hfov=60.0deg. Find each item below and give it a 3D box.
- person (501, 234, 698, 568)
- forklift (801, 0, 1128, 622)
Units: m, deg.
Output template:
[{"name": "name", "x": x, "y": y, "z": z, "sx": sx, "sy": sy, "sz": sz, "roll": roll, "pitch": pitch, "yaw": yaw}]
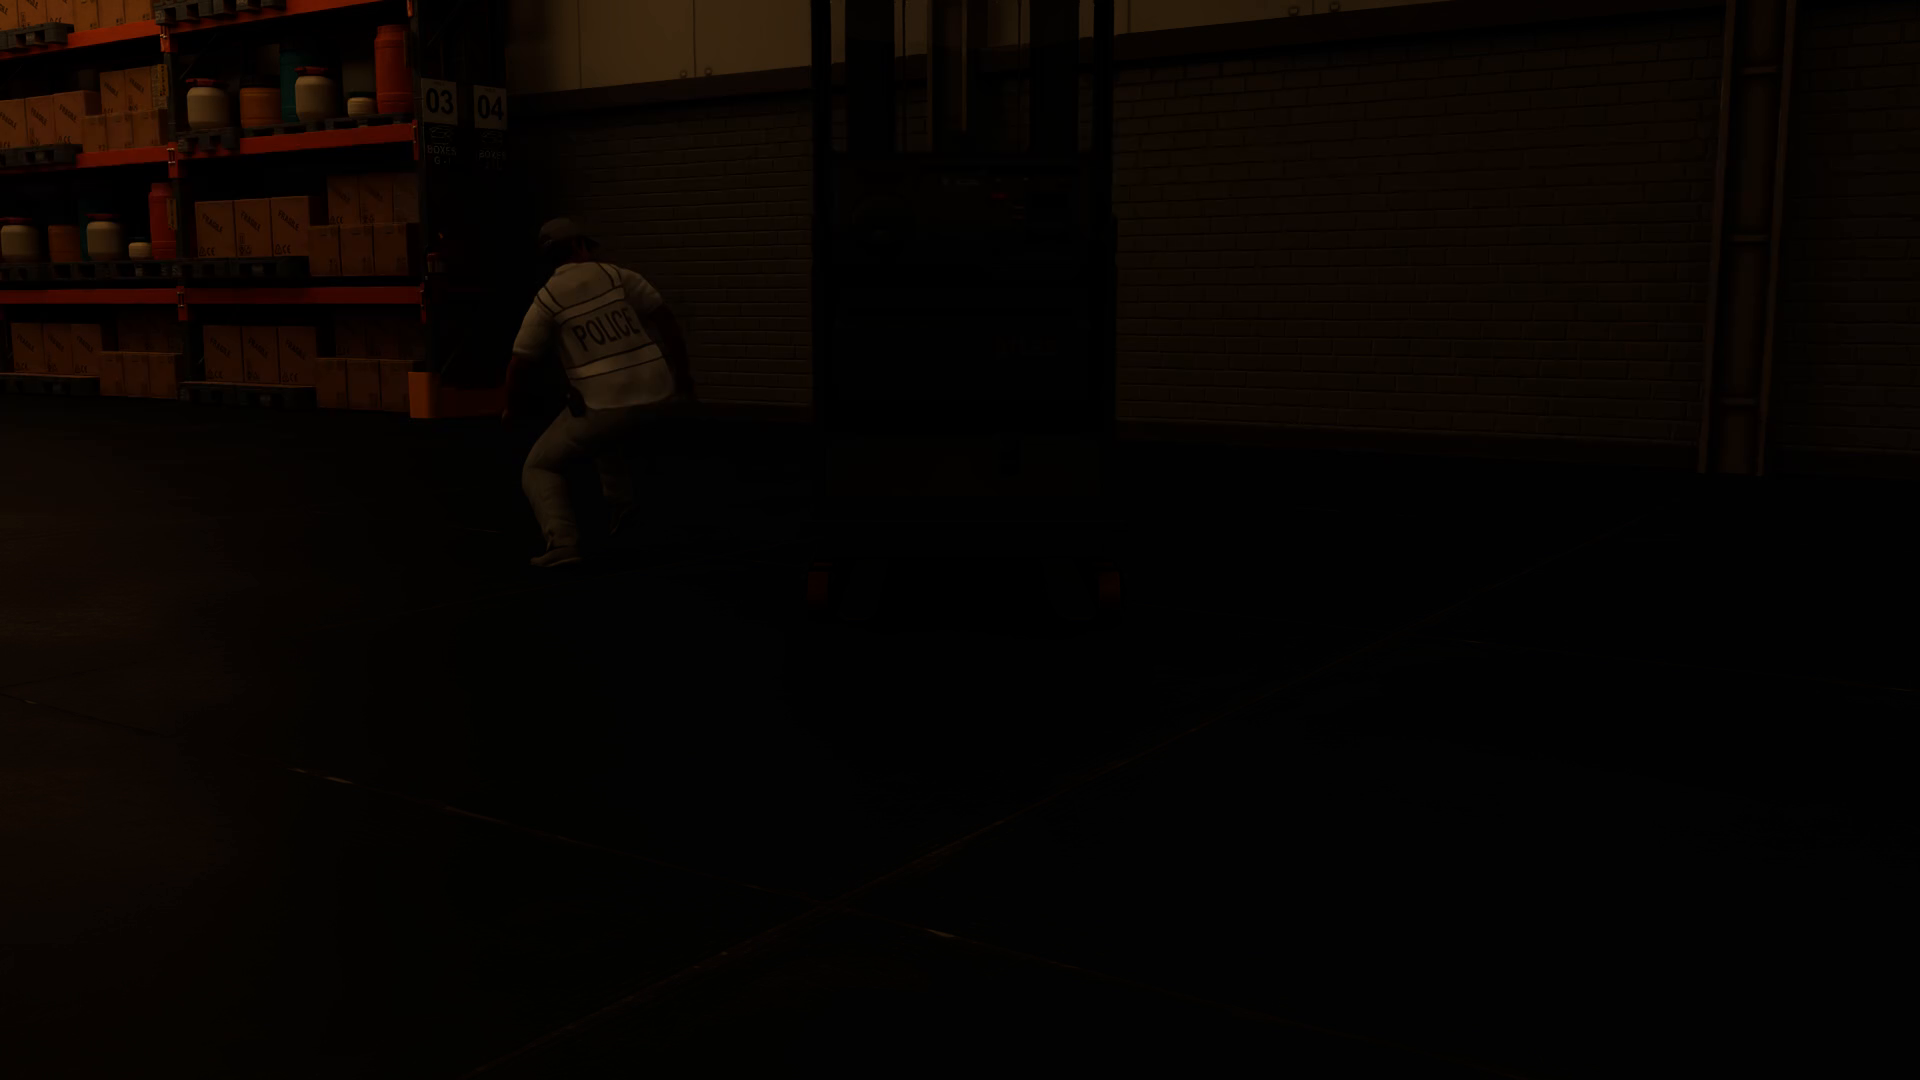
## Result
[{"name": "person", "x": -1.538, "y": -0.605, "z": 7.010, "sx": 0.727, "sy": 1.421, "sz": 0.683, "roll": -8, "pitch": 11, "yaw": -44}, {"name": "forklift", "x": 0.011, "y": -1.228, "z": 5.825, "sx": 1.130, "sy": 2.935, "sz": 3.031, "roll": 0, "pitch": 8, "yaw": 0}]
